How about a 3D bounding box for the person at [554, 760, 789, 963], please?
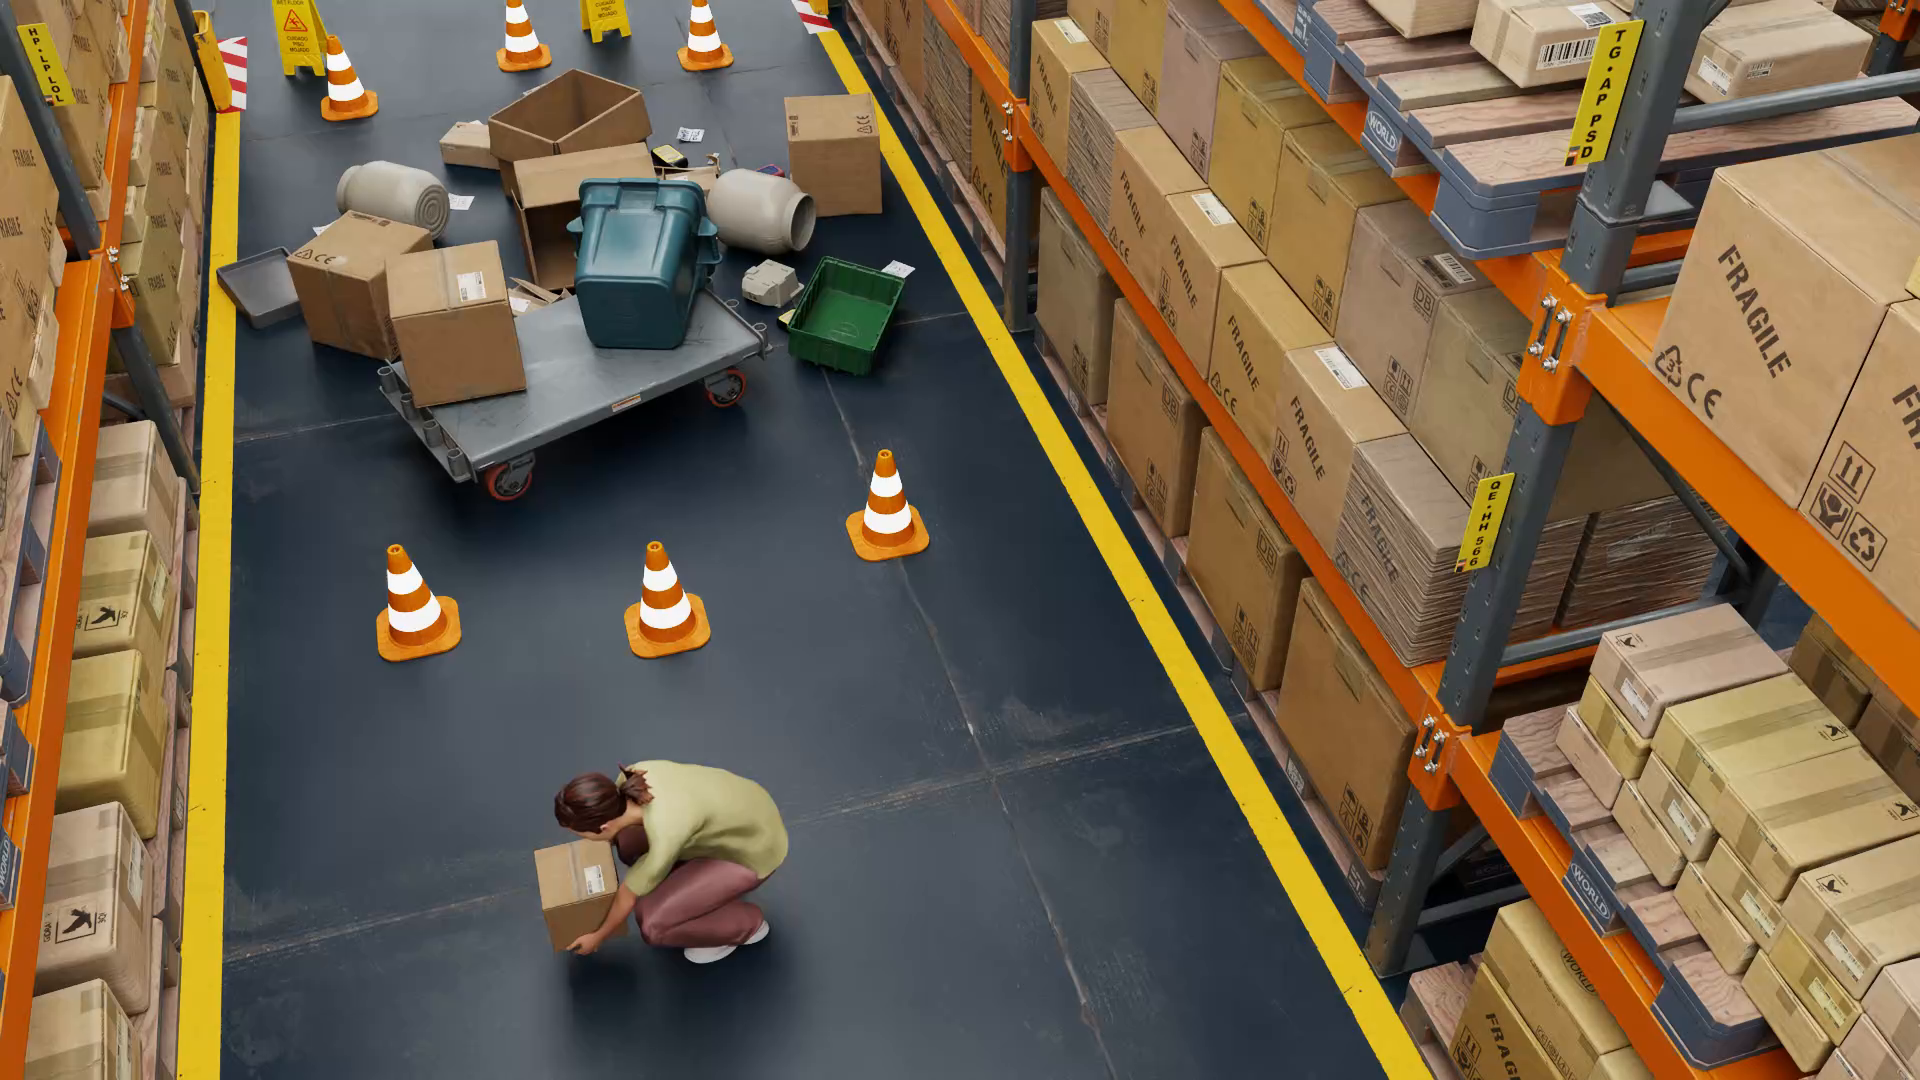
[{"bbox_3d":[-0.976,1.032,5.578,0.796,0.947,0.463,-13,44,-13],"label":"person"}]
